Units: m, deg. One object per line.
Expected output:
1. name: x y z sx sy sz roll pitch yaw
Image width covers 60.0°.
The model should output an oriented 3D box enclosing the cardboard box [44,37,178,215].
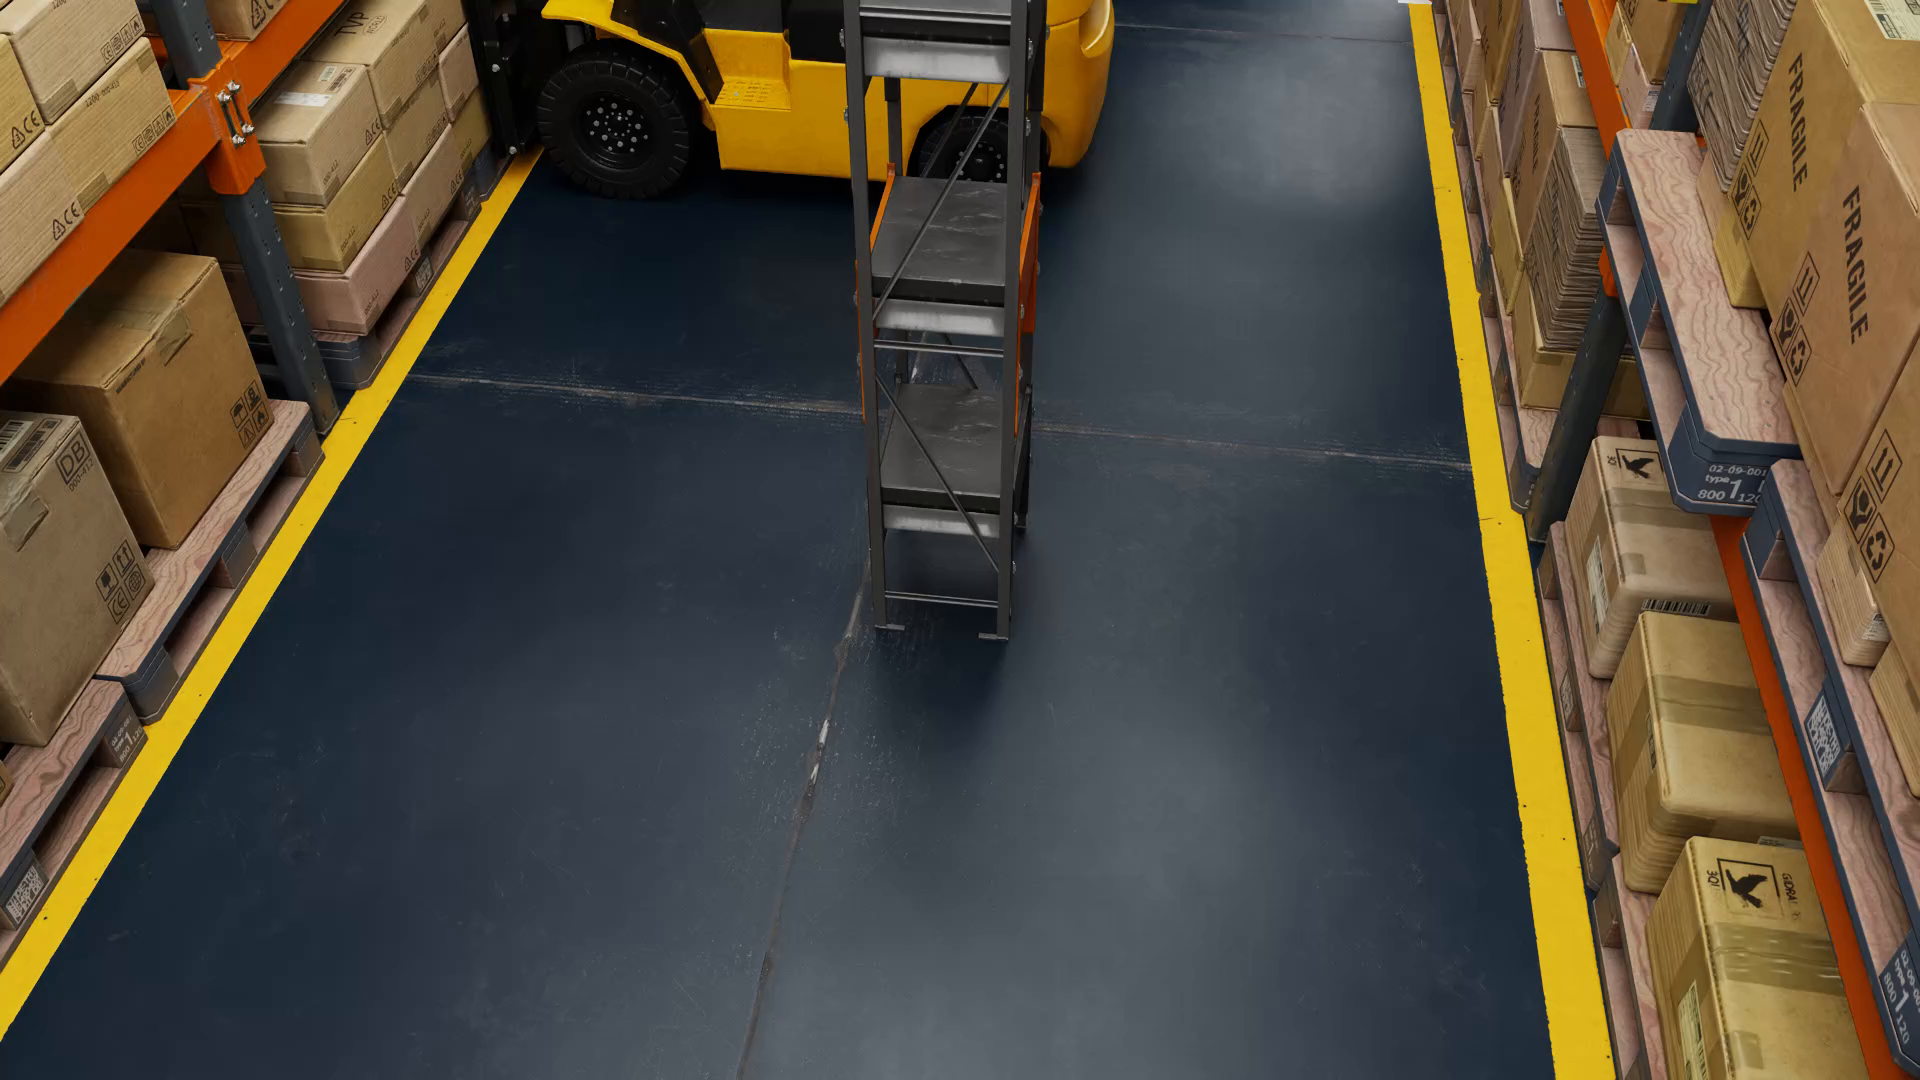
1. cardboard box: -2.434 -1.101 4.340 0.500 0.250 0.500 6 44 6

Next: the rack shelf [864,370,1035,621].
1. rack shelf: -0.022 -0.131 4.900 0.431 0.518 0.480 5 44 6

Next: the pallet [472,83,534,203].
1. pallet: -2.321 -1.882 7.084 1.003 0.211 1.213 5 44 6

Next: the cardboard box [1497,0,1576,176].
1. cardboard box: 2.238 -1.623 5.931 0.500 0.500 0.500 7 44 8

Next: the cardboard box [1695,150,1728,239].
1. cardboard box: 1.908 -0.788 3.777 0.380 0.149 0.250 6 44 6

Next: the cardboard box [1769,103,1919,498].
1. cardboard box: 1.803 -0.400 2.897 0.500 0.500 0.500 5 44 5

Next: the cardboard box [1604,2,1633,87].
1. cardboard box: 2.061 -1.400 4.730 0.380 0.149 0.250 6 44 6

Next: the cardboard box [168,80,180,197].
1. cardboard box: -2.753 -1.393 5.507 0.500 0.250 0.500 6 44 6

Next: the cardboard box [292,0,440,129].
1. cardboard box: -2.174 -1.689 5.819 0.500 0.250 0.500 5 44 6

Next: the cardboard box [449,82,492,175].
1. cardboard box: -2.130 -1.676 6.532 0.500 0.250 0.500 6 44 6

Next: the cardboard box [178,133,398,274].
1. cardboard box: -2.256 -1.160 5.624 0.500 0.250 0.500 5 44 5

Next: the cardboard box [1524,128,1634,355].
1. cardboard box: 2.106 -0.928 5.198 0.500 0.500 0.500 5 44 5

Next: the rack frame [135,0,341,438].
1. rack frame: -2.626 -1.523 4.677 1.000 3.000 0.127 5 44 6

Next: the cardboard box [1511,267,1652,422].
1. cardboard box: 2.106 -0.656 5.455 0.500 0.250 0.500 7 44 7

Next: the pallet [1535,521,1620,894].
1. pallet: 2.193 0.469 4.601 1.003 0.211 1.213 5 44 6

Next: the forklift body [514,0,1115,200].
1. forklift body: -0.540 -2.483 6.308 2.313 2.155 1.214 5 44 6

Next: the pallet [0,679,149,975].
1. pallet: -2.844 0.829 4.221 1.003 0.211 1.213 5 44 6

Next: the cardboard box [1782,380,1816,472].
1. cardboard box: 1.829 -0.247 3.206 0.380 0.149 0.250 6 44 6

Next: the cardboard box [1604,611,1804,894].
1. cardboard box: 2.136 0.575 4.066 0.950 0.372 0.625 8 44 8

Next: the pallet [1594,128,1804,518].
1. pallet: 2.049 -0.497 3.733 1.003 0.211 1.213 5 44 6

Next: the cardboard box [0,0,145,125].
1. cardboard box: -2.438 -1.292 4.178 0.500 0.250 0.500 4 44 5

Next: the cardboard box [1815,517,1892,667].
1. cardboard box: 1.708 0.098 2.842 0.380 0.149 0.250 7 44 7

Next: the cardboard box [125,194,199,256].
1. cardboard box: -2.765 -1.209 5.676 0.500 0.250 0.500 4 44 5

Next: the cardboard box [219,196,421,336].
1. cardboard box: -2.234 -0.977 5.794 0.500 0.250 0.500 6 44 6

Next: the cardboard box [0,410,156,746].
1. cardboard box: -2.794 0.072 4.414 0.875 0.625 0.625 5 44 5

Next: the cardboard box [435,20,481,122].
1. cardboard box: -2.114 -1.845 6.348 0.500 0.250 0.500 5 44 5

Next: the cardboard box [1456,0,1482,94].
1. cardboard box: 2.367 -2.083 6.962 0.500 0.250 0.500 7 44 7

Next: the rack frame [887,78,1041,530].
1. rack frame: 0.010 -0.816 4.585 0.400 2.100 0.015 5 44 6

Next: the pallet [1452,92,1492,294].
1. pallet: 2.507 -1.356 6.529 1.003 0.211 1.213 5 44 6

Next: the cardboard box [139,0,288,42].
1. cardboard box: -2.309 -1.838 4.937 0.500 0.500 0.500 4 44 4

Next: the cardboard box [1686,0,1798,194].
1. cardboard box: 1.948 -1.078 3.612 0.500 0.500 0.500 6 44 7

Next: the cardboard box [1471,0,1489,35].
1. cardboard box: 2.375 -2.329 6.677 0.500 0.500 0.500 4 44 4

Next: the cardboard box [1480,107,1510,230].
1. cardboard box: 2.238 -1.366 6.205 0.500 0.250 0.500 6 44 6

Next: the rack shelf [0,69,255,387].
1. rack shelf: -2.891 0.101 3.485 1.077 0.370 4.000 5 44 6

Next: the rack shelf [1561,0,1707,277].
1. rack shelf: 2.559 -2.176 5.890 1.077 0.370 4.000 5 44 6

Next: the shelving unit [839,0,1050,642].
1. shelving unit: -0.022 -0.650 4.409 0.431 2.100 0.503 5 44 6
